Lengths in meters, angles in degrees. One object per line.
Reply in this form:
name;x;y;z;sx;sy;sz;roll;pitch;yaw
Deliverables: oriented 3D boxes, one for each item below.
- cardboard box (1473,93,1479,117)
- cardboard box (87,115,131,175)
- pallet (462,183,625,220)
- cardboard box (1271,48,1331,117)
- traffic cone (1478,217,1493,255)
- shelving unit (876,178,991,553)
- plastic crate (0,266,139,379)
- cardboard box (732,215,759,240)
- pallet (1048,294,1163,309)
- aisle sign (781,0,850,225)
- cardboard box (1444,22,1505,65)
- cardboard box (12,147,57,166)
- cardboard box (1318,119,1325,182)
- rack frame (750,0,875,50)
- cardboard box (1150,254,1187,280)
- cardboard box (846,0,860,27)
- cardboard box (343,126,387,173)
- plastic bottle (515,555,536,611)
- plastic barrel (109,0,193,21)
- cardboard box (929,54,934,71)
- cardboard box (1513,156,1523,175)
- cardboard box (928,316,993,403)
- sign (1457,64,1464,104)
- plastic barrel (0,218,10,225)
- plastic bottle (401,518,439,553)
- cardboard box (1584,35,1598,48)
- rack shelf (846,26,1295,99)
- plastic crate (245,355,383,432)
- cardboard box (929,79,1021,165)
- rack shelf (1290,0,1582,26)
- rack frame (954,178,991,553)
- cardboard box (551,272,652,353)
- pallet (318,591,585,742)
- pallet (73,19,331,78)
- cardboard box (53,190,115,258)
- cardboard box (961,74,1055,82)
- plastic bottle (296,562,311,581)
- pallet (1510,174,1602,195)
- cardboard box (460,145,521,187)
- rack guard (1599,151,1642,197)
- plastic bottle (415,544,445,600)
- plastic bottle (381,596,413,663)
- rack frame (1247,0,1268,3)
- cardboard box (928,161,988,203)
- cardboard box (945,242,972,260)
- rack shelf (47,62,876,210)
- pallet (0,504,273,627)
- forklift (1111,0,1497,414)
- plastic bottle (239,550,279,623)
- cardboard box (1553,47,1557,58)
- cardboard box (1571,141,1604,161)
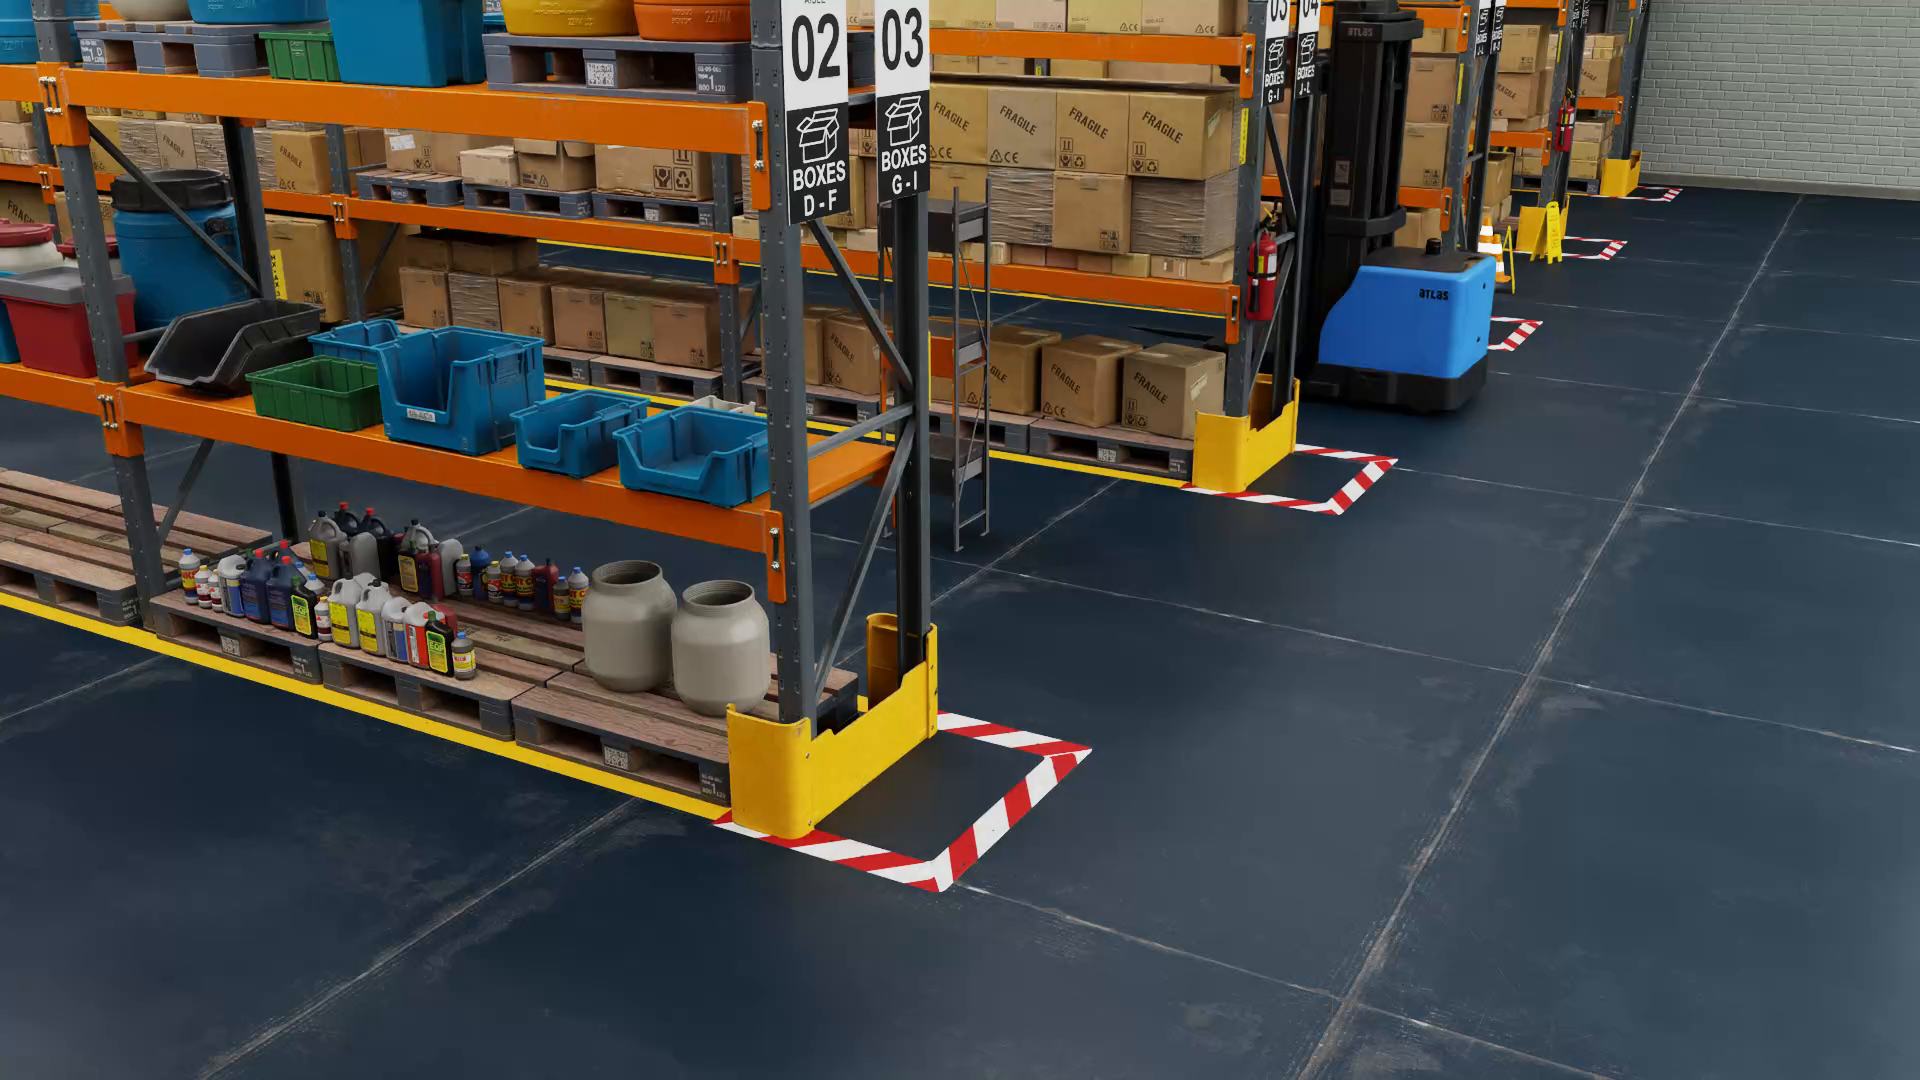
cardboard box;5.782;-5.122;19.005;0.500;0.500;0.500;11;23;27
cardboard box;-7.765;-3.701;15.522;0.500;0.500;0.500;11;23;27
pallet;-3.244;-2.816;13.510;1.213;0.211;1.003;11;23;27
cardboard box;3.246;-4.201;15.244;0.550;0.550;0.875;11;23;27
traffic cone;5.820;-3.338;18.387;0.334;0.463;0.336;11;23;27
shelving unit;-0.144;-1.015;9.583;0.503;2.100;0.431;11;23;27
plastic crate;-4.488;-1.103;8.412;0.583;0.464;0.402;11;23;27
cardboard box;-1.459;-2.314;12.215;0.250;0.149;0.380;11;23;27
pallet;1.633;-2.557;16.604;1.213;0.211;1.003;11;23;27
aisle sign;-0.506;-1.540;5.898;0.004;0.787;0.394;11;23;27
cardboard box;5.834;-5.606;18.871;0.500;0.500;0.700;11;23;28
cardboard box;-8.910;-3.723;16.099;0.250;0.149;0.380;11;23;28
cardboard box;3.662;-3.556;15.049;0.550;0.550;0.875;11;23;27
rack frame;-0.424;-3.238;5.595;0.127;3.000;1.000;11;23;27
cardboard box;1.424;-1.802;10.802;0.250;0.149;0.380;11;23;27
cardboard box;-0.768;-3.660;11.376;0.500;0.250;0.500;11;22;27
cardboard box;-5.284;-3.432;14.780;0.500;0.500;0.500;12;23;29
plastic bottle;-2.154;0.207;8.253;0.097;0.271;0.097;0;20;0
plastic barrel;-3.636;-2.613;7.491;0.421;0.512;0.421;0;20;0
cardboard box;-0.321;-4.784;17.043;0.500;0.500;0.700;11;23;28
cardboard box;7.816;-5.381;23.718;0.500;0.250;0.500;11;23;28
cardboard box;-0.087;-1.329;12.179;0.500;0.500;0.500;9;22;23
sign;4.222;-3.849;14.031;0.005;0.325;0.100;11;23;27
plastic barrel;-5.662;-1.565;9.582;0.433;0.535;0.433;0;20;0
plastic bottle;-2.763;0.062;8.534;0.185;0.351;0.144;11;22;27
cardboard box;8.596;-6.841;22.792;0.250;0.149;0.380;11;23;27
rack shelf;0.246;-3.297;11.211;4.000;0.370;1.077;11;23;27
plastic crate;-2.868;-0.674;7.634;0.662;0.188;0.450;11;23;27
cardboard box;0.084;-2.818;11.186;0.500;0.500;0.500;11;23;27
rack shelf;5.079;-6.247;19.344;4.000;0.370;1.077;11;23;27
rack frame;0.069;-0.974;9.471;0.015;2.100;0.400;11;23;27
cardboard box;-2.922;-1.876;13.658;0.500;0.500;0.700;9;22;23
pallet;-2.281;0.554;8.027;1.213;0.211;1.003;11;23;27
pallet;-3.238;-2.314;7.722;1.003;0.211;1.213;11;23;27
cardboard box;-7.916;-2.986;16.198;0.875;0.875;1.225;11;23;27
cardboard box;0.335;-2.971;11.608;0.500;0.500;0.500;11;23;27
plastic bottle;-3.228;0.239;8.164;0.097;0.271;0.097;0;20;0
pallet;8.554;-5.125;23.683;1.213;0.211;1.003;11;23;27
cardboard box;-3.641;-3.003;13.348;0.500;0.250;0.500;10;22;26
rack guard;9.263;-5.142;23.307;0.348;0.500;1.175;11;23;27
plastic bottle;-2.675;0.154;8.380;0.133;0.283;0.061;11;23;27
plastic bottle;-2.569;0.408;7.692;0.135;0.276;0.152;10;22;26
rack frame;1.992;-4.713;9.660;0.127;3.000;1.000;11;23;27
cardboard box;0.184;-2.409;11.524;0.500;0.500;0.875;11;23;27
cardboard box;0.097;-2.041;11.460;0.250;0.149;0.380;11;23;27
rack shelf;-2.170;-1.822;7.146;4.000;0.370;1.077;11;23;27
pallet;-4.620;0.109;9.256;1.213;0.211;1.003;11;23;27
forklift;2.592;-2.668;12.921;3.031;2.935;1.130;11;23;28
plastic bottle;-3.413;0.213;8.118;0.185;0.351;0.144;11;23;29
cardboard box;8.369;-6.742;22.955;0.250;0.149;0.380;11;23;28
cardboard box;8.665;-5.449;23.170;0.500;0.250;0.500;10;22;27
